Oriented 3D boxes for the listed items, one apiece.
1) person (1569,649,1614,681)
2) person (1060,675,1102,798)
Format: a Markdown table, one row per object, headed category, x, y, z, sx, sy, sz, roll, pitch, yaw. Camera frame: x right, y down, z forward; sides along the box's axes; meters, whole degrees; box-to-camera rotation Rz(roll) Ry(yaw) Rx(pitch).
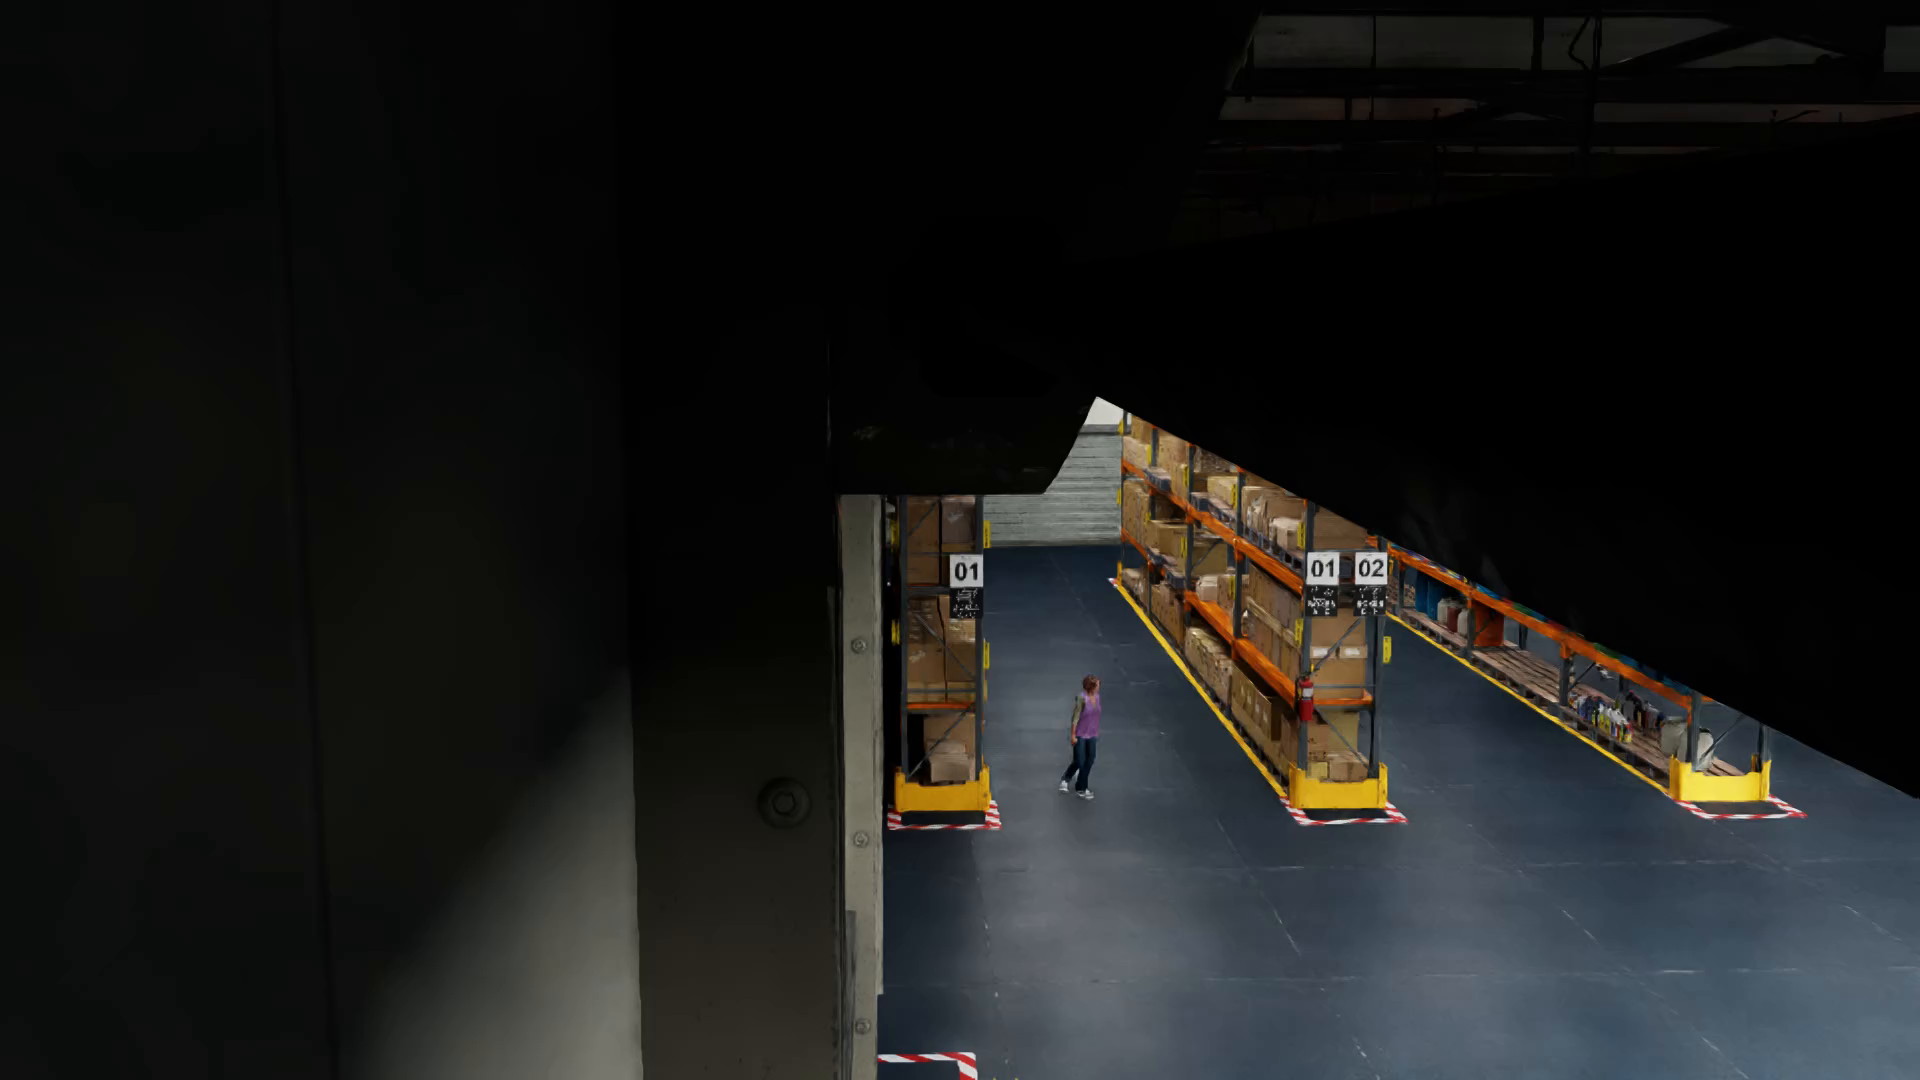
| category | x | y | z | sx | sy | sz | roll | pitch | yaw |
| --- | --- | --- | --- | --- | --- | --- | --- | --- | --- |
| person | 10.368 | 1.435 | 27.397 | 0.528 | 1.727 | 1.030 | -2 | 9 | -10 |
| person | 1.526 | 2.466 | 21.032 | 0.471 | 1.588 | 0.501 | -7 | 11 | -40 |
